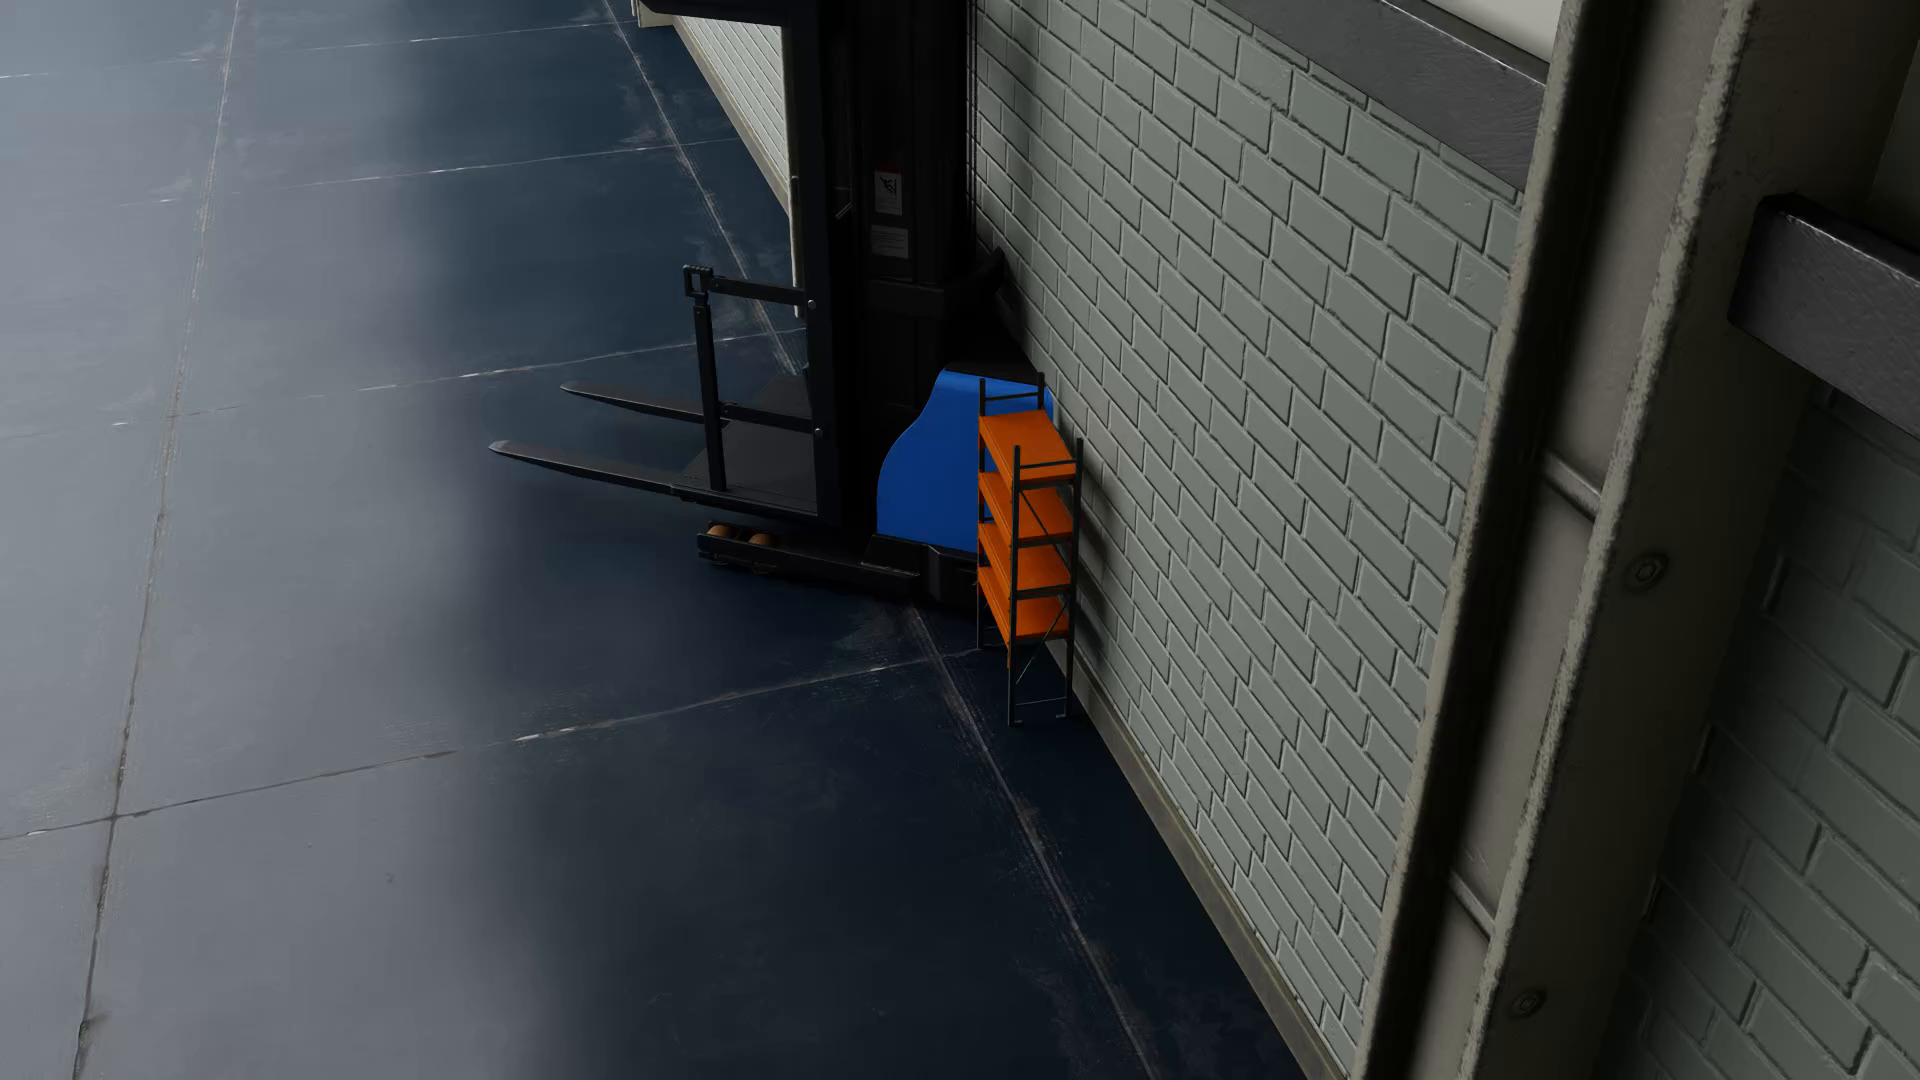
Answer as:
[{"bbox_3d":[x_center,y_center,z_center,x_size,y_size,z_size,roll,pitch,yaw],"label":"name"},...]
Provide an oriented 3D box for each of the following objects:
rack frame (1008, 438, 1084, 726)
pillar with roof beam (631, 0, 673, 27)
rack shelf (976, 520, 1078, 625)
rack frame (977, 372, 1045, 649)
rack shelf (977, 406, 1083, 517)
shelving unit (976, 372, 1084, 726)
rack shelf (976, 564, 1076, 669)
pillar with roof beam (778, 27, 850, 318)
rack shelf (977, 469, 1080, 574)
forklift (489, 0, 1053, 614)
[{"bbox_3d":[0.297,0.175,5.897,0.240,1.200,0.015,-7,34,-11],"label":"rack frame"},{"bbox_3d":[-6.630,-7.348,10.207,9.100,9.000,0.400,-10,35,-15],"label":"pillar with roof beam"},{"bbox_3d":[0.242,0.100,6.133,0.258,0.148,0.480,-7,34,-11],"label":"rack shelf"},{"bbox_3d":[0.186,-0.087,6.294,0.240,1.200,0.015,-7,34,-11],"label":"rack frame"},{"bbox_3d":[0.242,-0.284,5.879,0.258,0.148,0.480,-7,34,-11],"label":"rack shelf"},{"bbox_3d":[0.242,0.044,6.096,0.258,1.200,0.503,-7,34,-11],"label":"shelving unit"},{"bbox_3d":[0.242,0.265,6.242,0.258,0.148,0.480,-7,34,-11],"label":"rack shelf"},{"bbox_3d":[-4.800,-4.197,5.440,9.100,9.000,0.400,-10,35,-15],"label":"pillar with roof beam"},{"bbox_3d":[0.242,-0.087,6.010,0.258,0.148,0.480,-7,34,-11],"label":"rack shelf"},{"bbox_3d":[-0.585,-1.340,6.619,3.031,2.935,1.130,11,35,17],"label":"forklift"}]
